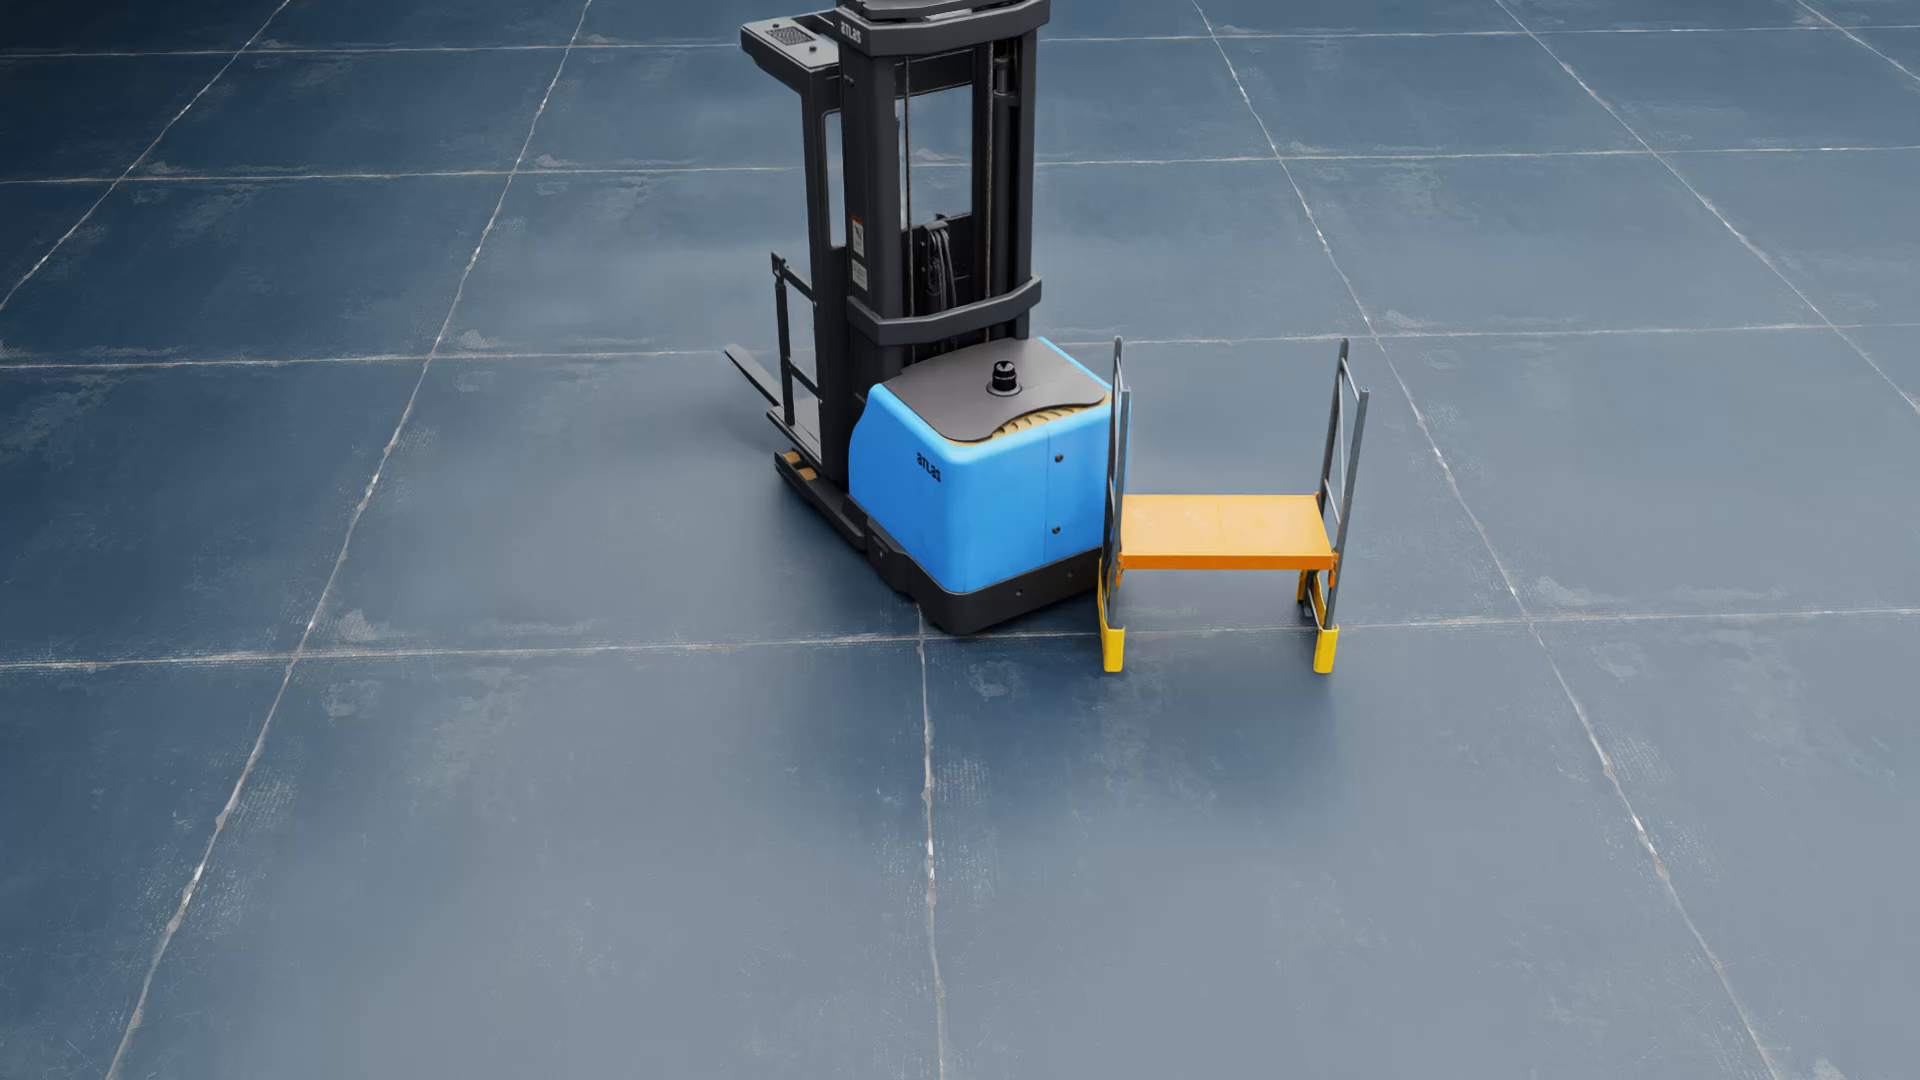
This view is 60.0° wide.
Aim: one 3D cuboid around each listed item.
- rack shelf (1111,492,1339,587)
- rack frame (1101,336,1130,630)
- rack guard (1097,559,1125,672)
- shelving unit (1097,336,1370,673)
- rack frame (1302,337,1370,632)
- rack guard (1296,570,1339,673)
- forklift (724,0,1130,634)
[{"bbox_3d":[1.218,-0.007,7.795,1.000,0.185,0.538,0,35,0],"label":"rack shelf"},{"bbox_3d":[0.709,-0.157,7.695,0.032,1.500,0.500,0,35,0],"label":"rack frame"},{"bbox_3d":[0.729,0.357,8.050,0.087,0.250,0.587,0,35,0],"label":"rack guard"},{"bbox_3d":[1.227,-0.155,7.692,1.083,1.500,0.587,0,35,0],"label":"shelving unit"},{"bbox_3d":[1.726,-0.154,7.690,0.032,1.500,0.500,0,35,0],"label":"rack frame"},{"bbox_3d":[1.725,0.360,8.046,0.087,0.250,0.587,0,35,0],"label":"rack guard"},{"bbox_3d":[-0.367,-1.560,8.464,1.130,2.935,3.031,-19,39,-25],"label":"forklift"}]
